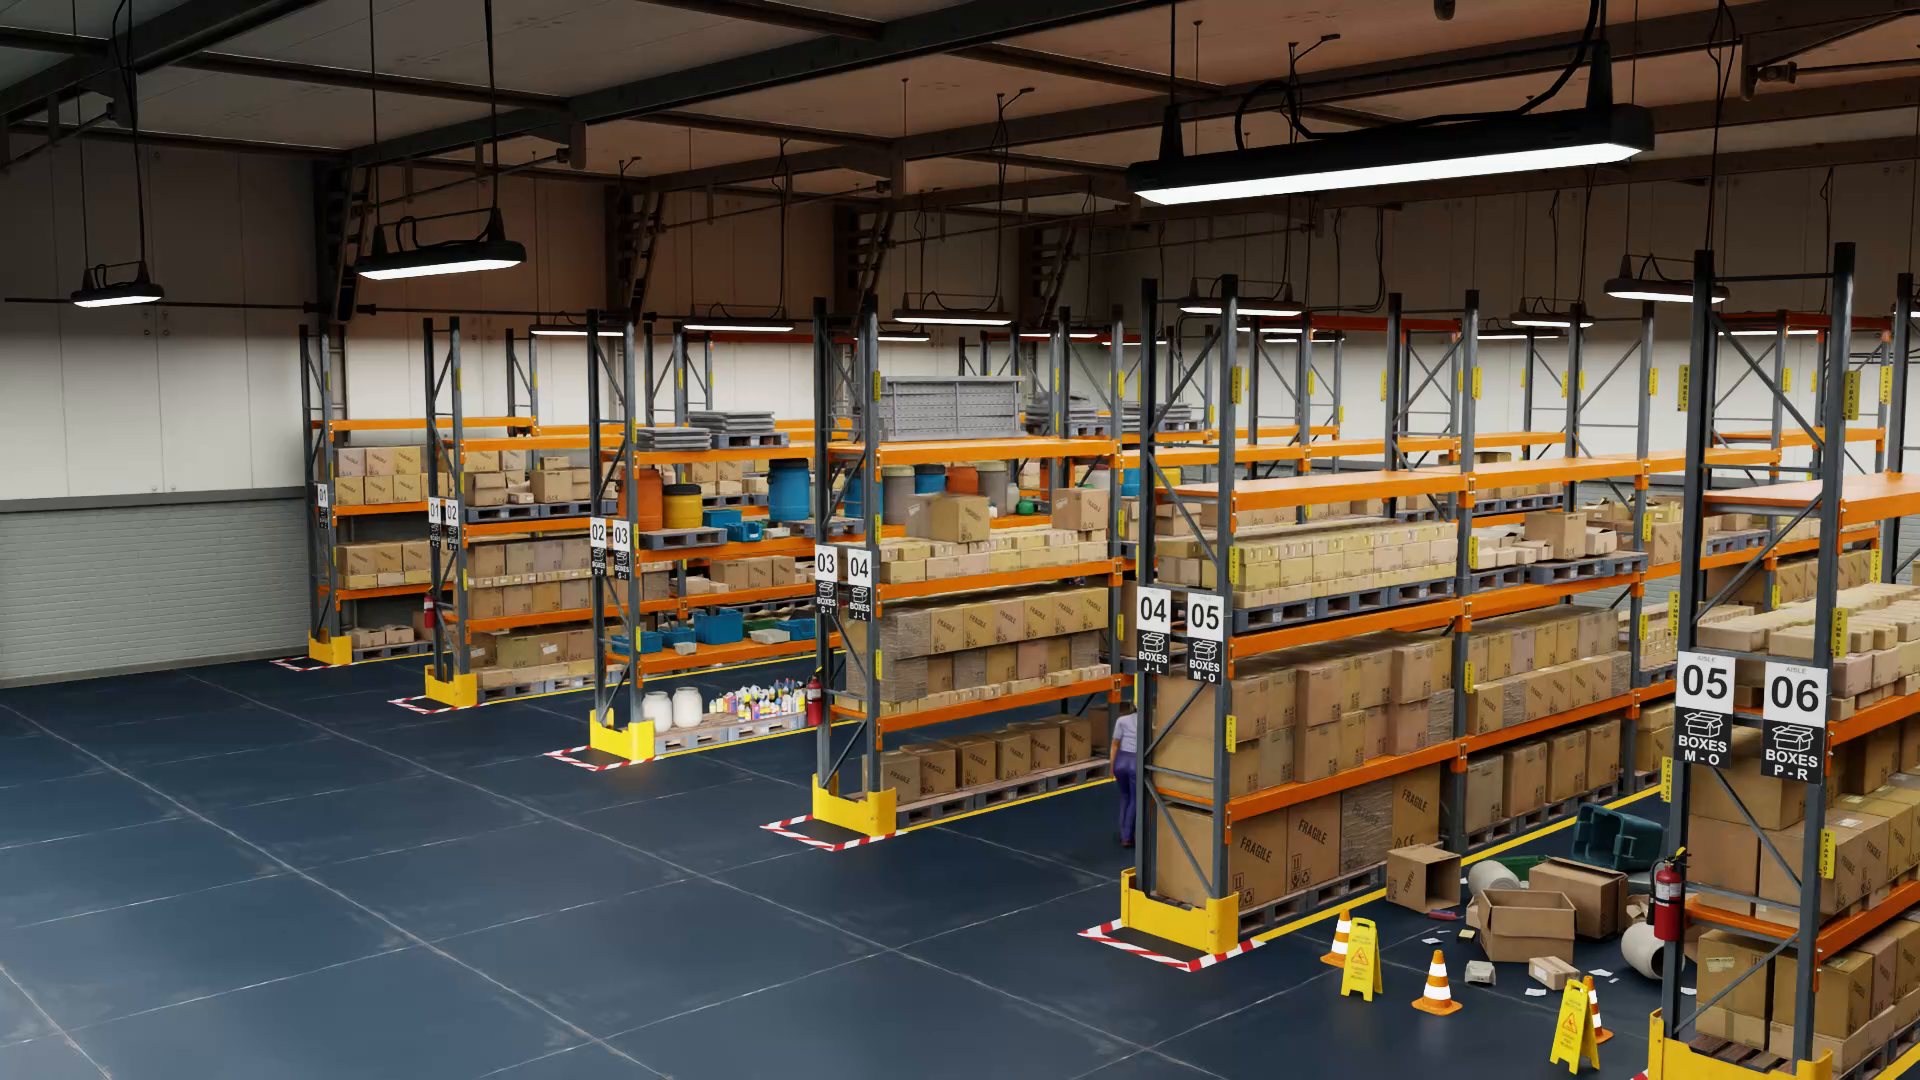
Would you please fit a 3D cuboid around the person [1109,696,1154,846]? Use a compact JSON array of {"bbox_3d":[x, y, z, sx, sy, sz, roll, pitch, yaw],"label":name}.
[{"bbox_3d":[1.900,2.525,18.185,0.507,1.671,0.497,3,7,30],"label":"person"}]
